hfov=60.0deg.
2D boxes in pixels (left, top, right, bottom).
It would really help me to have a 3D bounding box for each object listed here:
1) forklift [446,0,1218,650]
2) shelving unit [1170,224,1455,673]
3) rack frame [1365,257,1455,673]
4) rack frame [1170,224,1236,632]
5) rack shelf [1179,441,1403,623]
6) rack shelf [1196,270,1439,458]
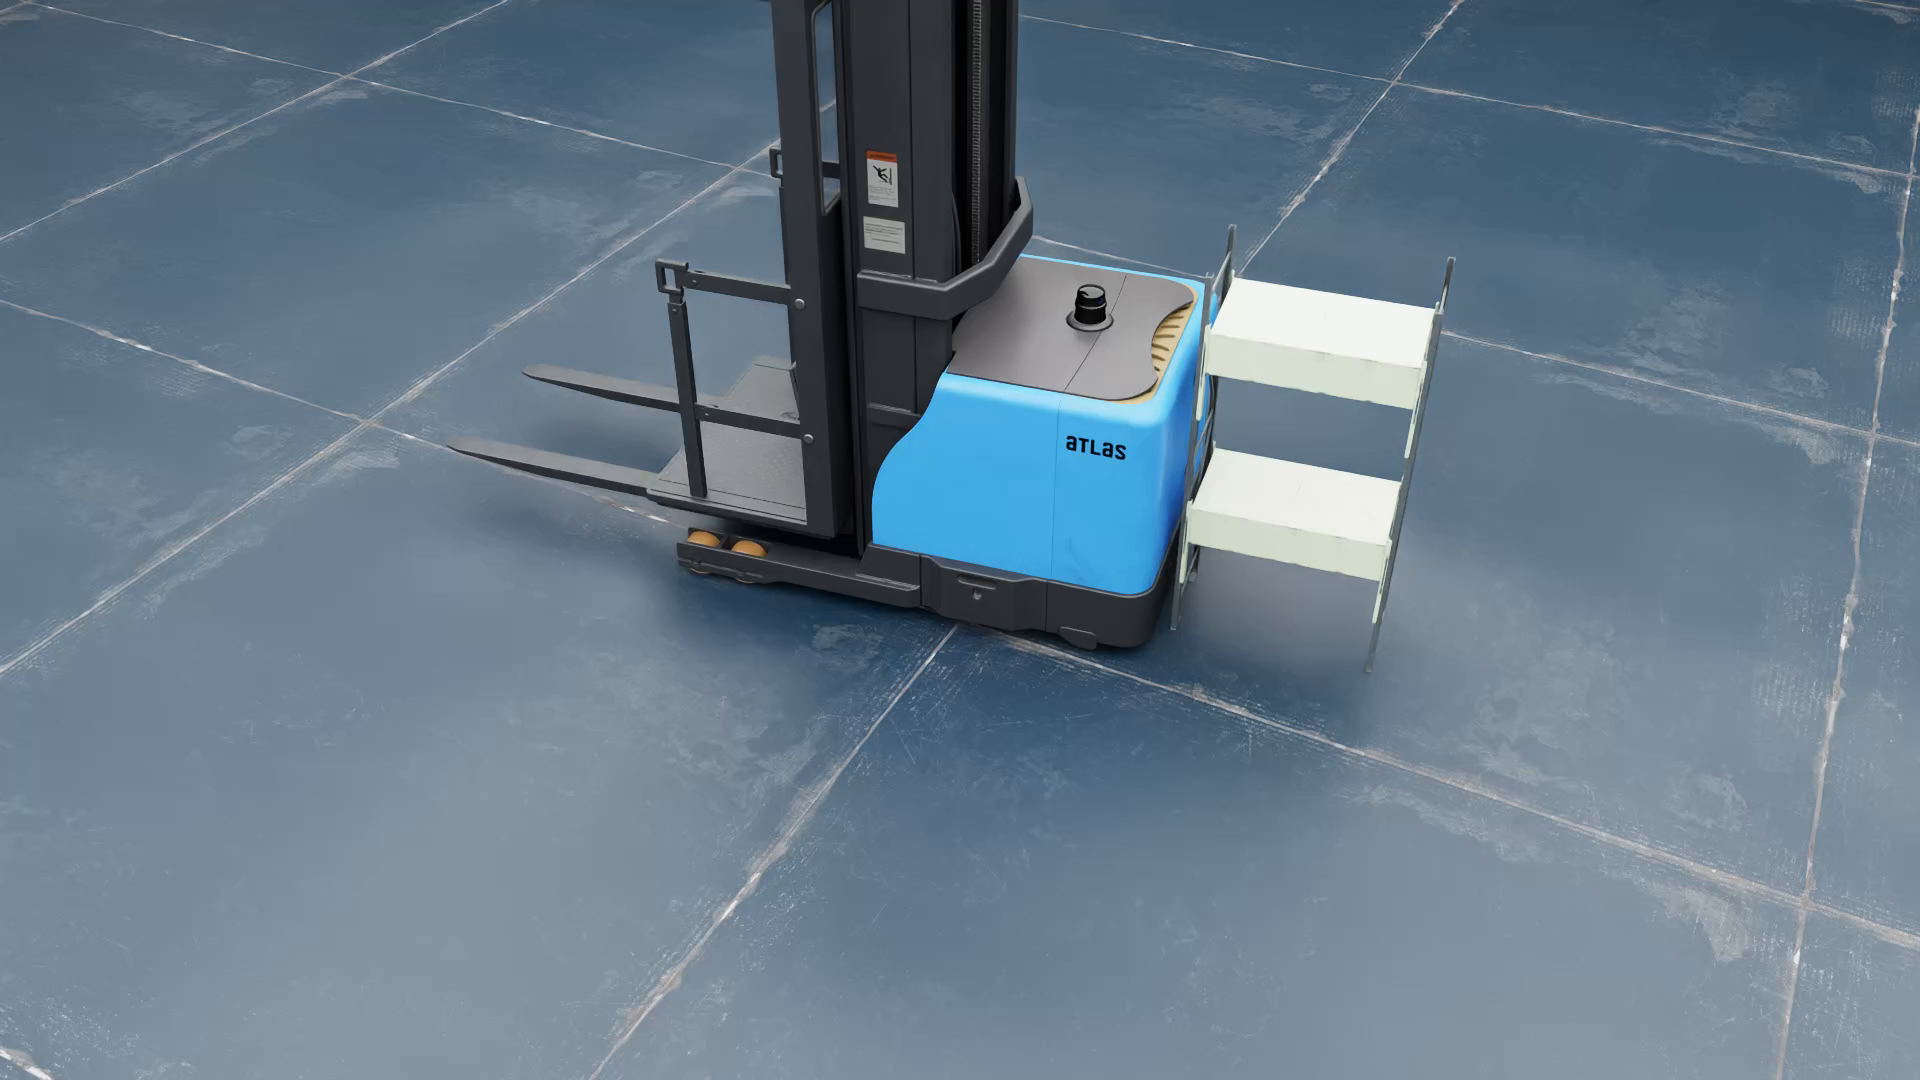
[{"bbox_3d":[-0.594,-1.287,6.021,3.031,2.935,1.130,11,39,15],"label":"forklift"},{"bbox_3d":[1.217,-0.296,5.899,0.755,1.500,0.431,12,39,15],"label":"shelving unit"},{"bbox_3d":[1.563,-0.224,5.804,0.023,1.500,0.400,12,39,15],"label":"rack frame"},{"bbox_3d":[0.871,-0.367,5.994,0.023,1.500,0.400,12,39,15],"label":"rack frame"},{"bbox_3d":[1.217,-0.036,6.096,0.720,0.370,0.431,12,39,15],"label":"rack shelf"},{"bbox_3d":[1.217,-0.606,5.663,0.720,0.370,0.431,12,39,15],"label":"rack shelf"}]
